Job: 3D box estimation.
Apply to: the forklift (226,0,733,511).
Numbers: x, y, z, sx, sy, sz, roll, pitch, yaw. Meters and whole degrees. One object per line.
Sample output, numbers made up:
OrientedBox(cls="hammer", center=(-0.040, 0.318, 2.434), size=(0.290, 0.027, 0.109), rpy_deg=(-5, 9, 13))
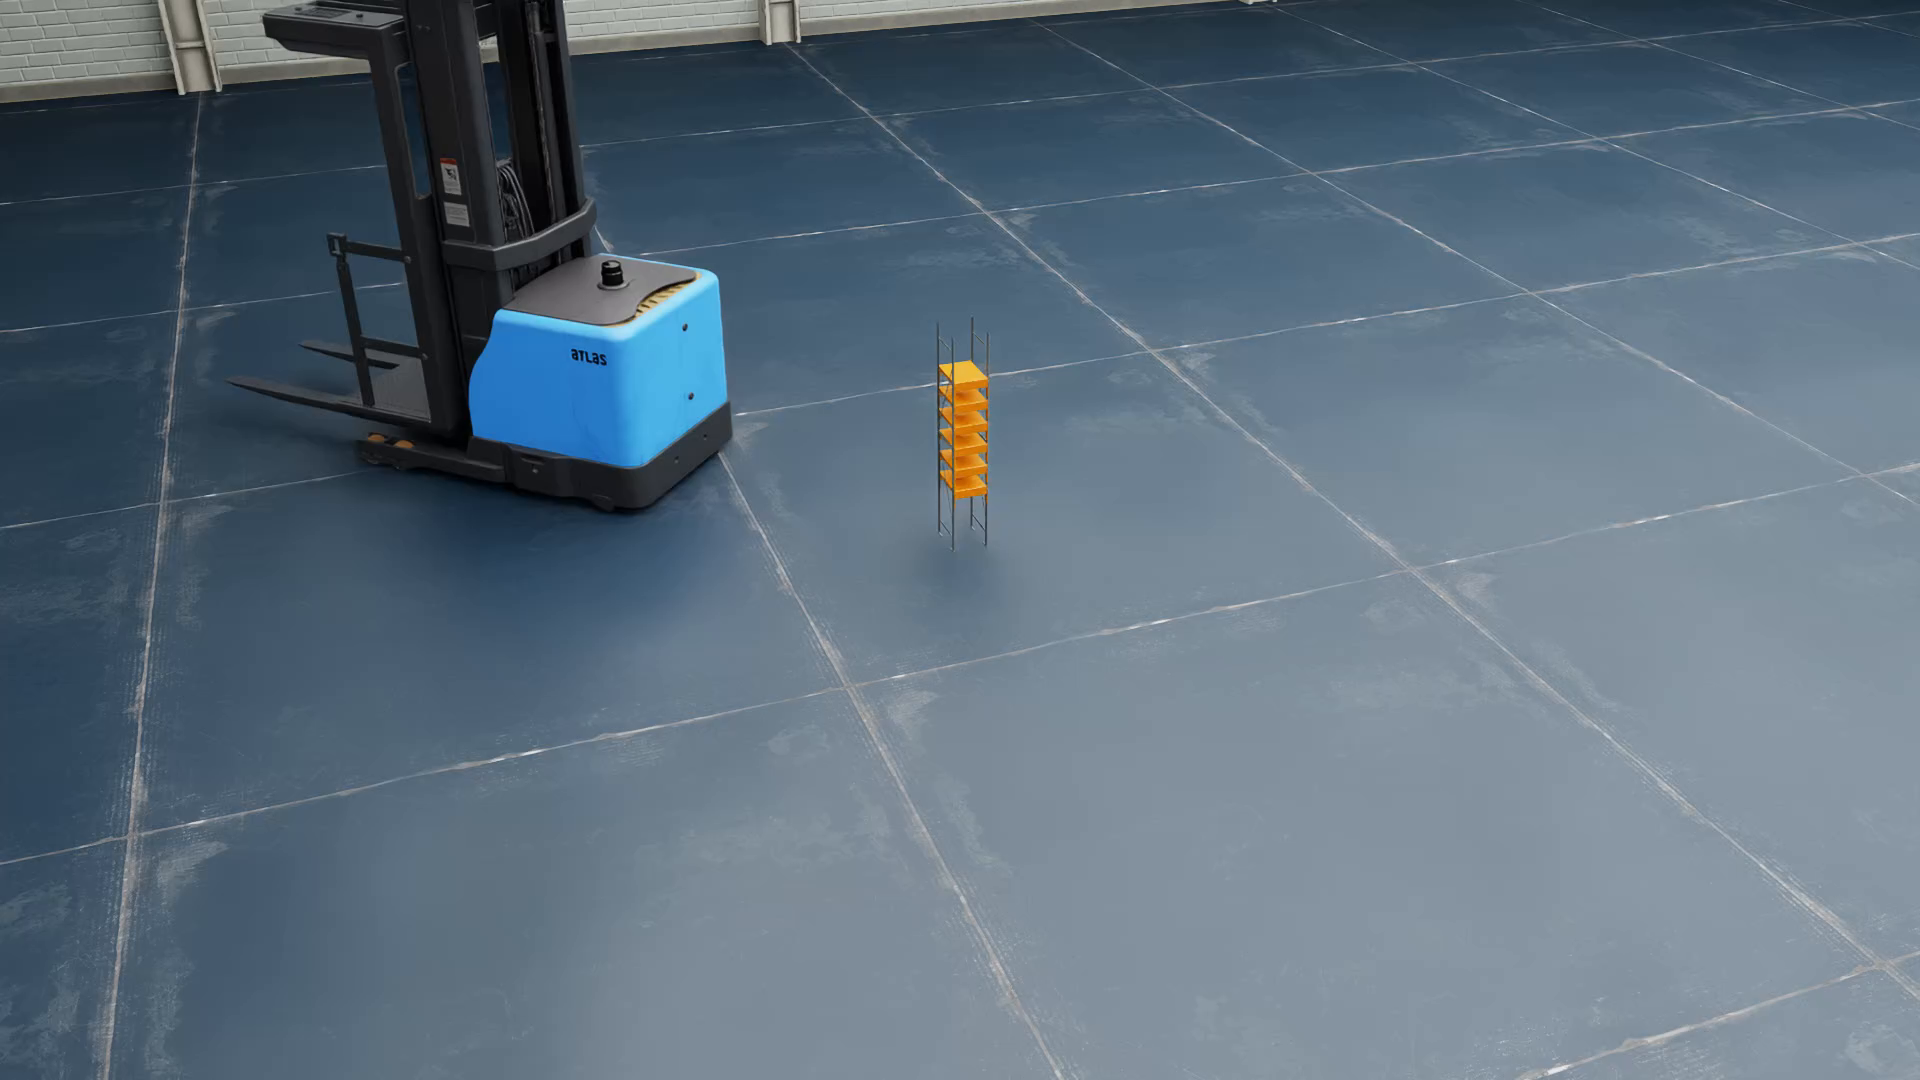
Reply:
OrientedBox(cls="forklift", center=(-2.885, -1.896, 9.116), size=(3.031, 2.935, 1.130), rpy_deg=(12, 32, 20))

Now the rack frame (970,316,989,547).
OrientedBox(cls="rack frame", center=(0.099, -0.540, 8.485), size=(0.006, 1.200, 0.240), rpy_deg=(-10, 31, -18))

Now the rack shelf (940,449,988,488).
OrientedBox(cls="rack shelf", center=(0.014, -0.381, 8.539), size=(0.180, 0.103, 0.258), rpy_deg=(-10, 31, -18))

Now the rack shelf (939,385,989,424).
OrientedBox(cls="rack shelf", center=(0.014, -0.694, 8.361), size=(0.180, 0.103, 0.258), rpy_deg=(-10, 31, -18))

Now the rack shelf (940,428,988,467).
OrientedBox(cls="rack shelf", center=(0.014, -0.485, 8.479), size=(0.180, 0.103, 0.258), rpy_deg=(-10, 31, -18))

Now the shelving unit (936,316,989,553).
OrientedBox(cls="shelving unit", center=(0.014, -0.524, 8.457), size=(0.189, 1.200, 0.258), rpy_deg=(-10, 31, -18))

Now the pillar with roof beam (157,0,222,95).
OrientedBox(cls="pillar with roof beam", center=(-6.121, -6.438, 10.959), size=(0.400, 9.000, 9.100), rpy_deg=(-10, 31, -18))

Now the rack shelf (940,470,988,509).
OrientedBox(cls="rack shelf", center=(0.014, -0.277, 8.598), size=(0.180, 0.103, 0.258), rpy_deg=(-10, 31, -18))

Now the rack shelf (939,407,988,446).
OrientedBox(cls="rack shelf", center=(0.014, -0.589, 8.420), size=(0.180, 0.103, 0.258), rpy_deg=(-10, 31, -18))

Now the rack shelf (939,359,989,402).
OrientedBox(cls="rack shelf", center=(0.014, -0.798, 8.301), size=(0.180, 0.103, 0.258), rpy_deg=(-10, 31, -18))

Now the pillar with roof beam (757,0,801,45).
OrientedBox(cls="pillar with roof beam", center=(-0.498, -7.473, 12.777), size=(0.400, 9.000, 9.100), rpy_deg=(-10, 31, -18))

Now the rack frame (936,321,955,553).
OrientedBox(cls="rack frame", center=(-0.072, -0.508, 8.430), size=(0.006, 1.200, 0.240), rpy_deg=(-10, 31, -18))

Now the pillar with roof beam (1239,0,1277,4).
OrientedBox(cls="pillar with roof beam", center=(5.126, -8.509, 14.595), size=(0.400, 9.000, 9.100), rpy_deg=(-10, 31, -18))
